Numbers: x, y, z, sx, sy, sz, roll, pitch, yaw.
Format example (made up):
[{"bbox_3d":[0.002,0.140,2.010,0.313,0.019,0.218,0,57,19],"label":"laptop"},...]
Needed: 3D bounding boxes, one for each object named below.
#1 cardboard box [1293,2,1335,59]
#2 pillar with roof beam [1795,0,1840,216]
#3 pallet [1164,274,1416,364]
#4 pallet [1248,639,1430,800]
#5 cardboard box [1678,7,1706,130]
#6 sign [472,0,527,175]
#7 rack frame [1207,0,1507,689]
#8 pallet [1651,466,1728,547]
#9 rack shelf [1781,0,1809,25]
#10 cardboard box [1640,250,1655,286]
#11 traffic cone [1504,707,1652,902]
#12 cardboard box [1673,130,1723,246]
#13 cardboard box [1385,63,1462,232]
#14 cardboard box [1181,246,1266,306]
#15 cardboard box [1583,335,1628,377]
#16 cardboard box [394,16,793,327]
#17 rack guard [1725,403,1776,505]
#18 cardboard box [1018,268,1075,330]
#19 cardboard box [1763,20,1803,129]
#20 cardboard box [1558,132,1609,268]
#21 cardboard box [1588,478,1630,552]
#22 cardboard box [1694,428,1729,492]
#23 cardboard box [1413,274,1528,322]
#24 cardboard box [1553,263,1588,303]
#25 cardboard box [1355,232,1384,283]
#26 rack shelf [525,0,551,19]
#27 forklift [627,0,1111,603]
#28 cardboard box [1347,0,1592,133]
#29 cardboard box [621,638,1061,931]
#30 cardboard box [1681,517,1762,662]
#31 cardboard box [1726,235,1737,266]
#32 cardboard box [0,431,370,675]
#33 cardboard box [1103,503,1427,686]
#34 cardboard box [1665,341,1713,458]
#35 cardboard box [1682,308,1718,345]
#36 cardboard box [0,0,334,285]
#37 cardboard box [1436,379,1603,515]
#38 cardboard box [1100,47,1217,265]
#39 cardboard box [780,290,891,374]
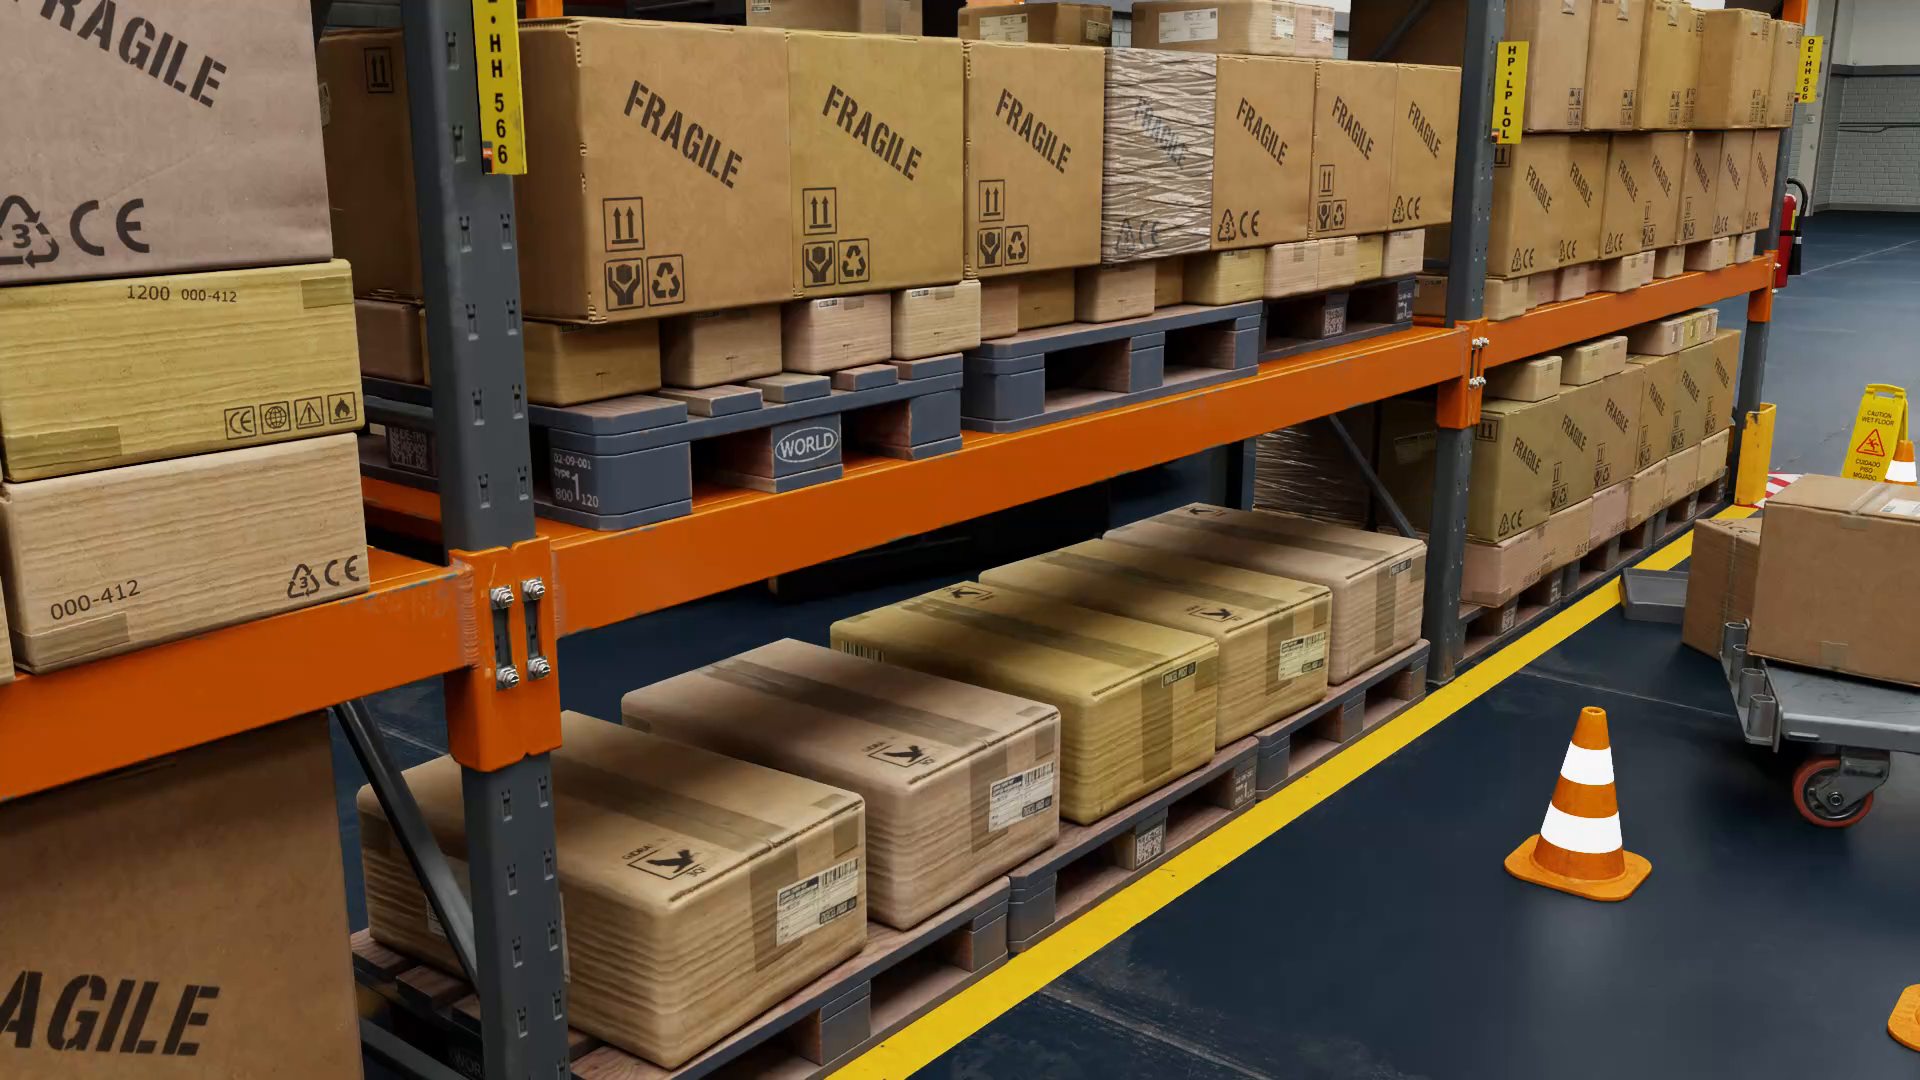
[{"bbox_3d":[0.850,-1.459,4.795,0.380,0.149,0.250,11,18,36],"label":"cardboard box"},{"bbox_3d":[21.103,-10.532,31.303,9.100,9.000,0.400,11,18,38],"label":"pillar with roof beam"},{"bbox_3d":[0.794,-0.789,5.524,1.003,0.211,1.213,11,18,38],"label":"pallet"},{"bbox_3d":[0.899,0.495,5.744,1.003,0.211,1.213,11,18,38],"label":"pallet"},{"bbox_3d":[2.764,-2.034,7.198,0.700,0.500,0.500,11,18,37],"label":"cardboard box"},{"bbox_3d":[-0.693,-0.715,2.495,0.100,0.325,0.005,11,18,38],"label":"sign"},{"bbox_3d":[1.387,-1.005,5.988,1.000,3.000,0.127,11,18,38],"label":"rack frame"},{"bbox_3d":[3.315,-0.255,8.699,1.003,0.211,1.213,11,18,38],"label":"pallet"},{"bbox_3d":[2.644,-2.494,7.215,1.077,0.370,4.000,11,18,38],"label":"rack shelf"},{"bbox_3d":[2.783,-1.190,7.227,0.380,0.149,0.250,11,18,37],"label":"cardboard box"},{"bbox_3d":[1.697,0.678,4.513,0.336,0.463,0.334,11,18,38],"label":"traffic cone"},{"bbox_3d":[3.139,-1.627,7.628,0.500,0.500,0.500,11,18,37],"label":"cardboard box"},{"bbox_3d":[1.275,-1.278,5.400,0.500,0.500,0.500,11,18,37],"label":"cardboard box"},{"bbox_3d":[0.626,-0.753,4.651,0.380,0.149,0.250,11,18,37],"label":"cardboard box"},{"bbox_3d":[2.582,-0.791,7.034,0.380,0.149,0.250,13,19,41],"label":"cardboard box"},{"bbox_3d":[-0.664,-0.686,3.071,0.500,0.500,0.500,11,18,36],"label":"cardboard box"},{"bbox_3d":[3.854,-0.545,9.254,1.175,0.500,0.348,11,18,38],"label":"rack guard"},{"bbox_3d":[0.061,-0.617,4.115,0.380,0.149,0.250,12,19,40],"label":"cardboard box"},{"bbox_3d":[3.750,-2.317,8.314,0.700,0.500,0.500,11,18,36],"label":"cardboard box"},{"bbox_3d":[2.178,-1.339,6.494,0.500,0.500,0.500,11,18,37],"label":"cardboard box"},{"bbox_3d":[2.626,-0.153,7.366,0.500,0.250,0.500,11,18,37],"label":"cardboard box"},{"bbox_3d":[3.587,-0.441,8.499,0.500,0.250,0.500,11,18,37],"label":"cardboard box"},{"bbox_3d":[1.835,-0.894,6.061,0.380,0.149,0.250,11,18,37],"label":"cardboard box"},{"bbox_3d":[2.279,-1.048,6.667,0.380,0.149,0.250,12,19,39],"label":"cardboard box"},{"bbox_3d":[1.099,-0.898,5.223,0.380,0.149,0.250,11,18,36],"label":"cardboard box"},{"bbox_3d":[-3.733,-2.495,7.221,1.077,0.370,4.000,11,18,38],"label":"rack shelf"},{"bbox_3d":[-0.778,-1.301,7.291,3.031,2.935,1.130,-9,17,-33],"label":"forklift"},{"bbox_3d":[1.832,-1.733,6.016,0.700,0.500,0.500,11,18,37],"label":"cardboard box"},{"bbox_3d":[-0.306,0.582,4.226,0.950,0.372,0.625,11,18,36],"label":"cardboard box"},{"bbox_3d":[3.119,0.210,6.275,0.500,0.500,0.500,-3,15,-11],"label":"cardboard box"},{"bbox_3d":[3.582,-1.433,8.184,0.380,0.149,0.250,11,18,37],"label":"cardboard box"},{"bbox_3d":[-1.243,-0.030,2.452,0.500,0.250,0.500,10,18,36],"label":"cardboard box"},{"bbox_3d":[1.060,0.166,5.863,0.950,0.372,0.625,12,18,38],"label":"cardboard box"},{"bbox_3d":[3.275,-0.711,8.040,0.500,0.500,0.500,12,19,40],"label":"cardboard box"},{"bbox_3d":[3.422,-1.046,8.038,0.380,0.149,0.250,12,19,39],"label":"cardboard box"},{"bbox_3d":[-1.248,-0.633,2.288,0.500,0.500,0.500,11,18,36],"label":"cardboard box"},{"bbox_3d":[2.295,-0.415,6.874,0.500,0.500,0.500,12,19,40],"label":"cardboard box"},{"bbox_3d":[0.307,-0.984,4.244,0.500,0.500,0.500,10,18,35],"label":"cardboard box"},{"bbox_3d":[-0.366,-0.449,3.455,0.380,0.149,0.250,10,17,34],"label":"cardboard box"}]
